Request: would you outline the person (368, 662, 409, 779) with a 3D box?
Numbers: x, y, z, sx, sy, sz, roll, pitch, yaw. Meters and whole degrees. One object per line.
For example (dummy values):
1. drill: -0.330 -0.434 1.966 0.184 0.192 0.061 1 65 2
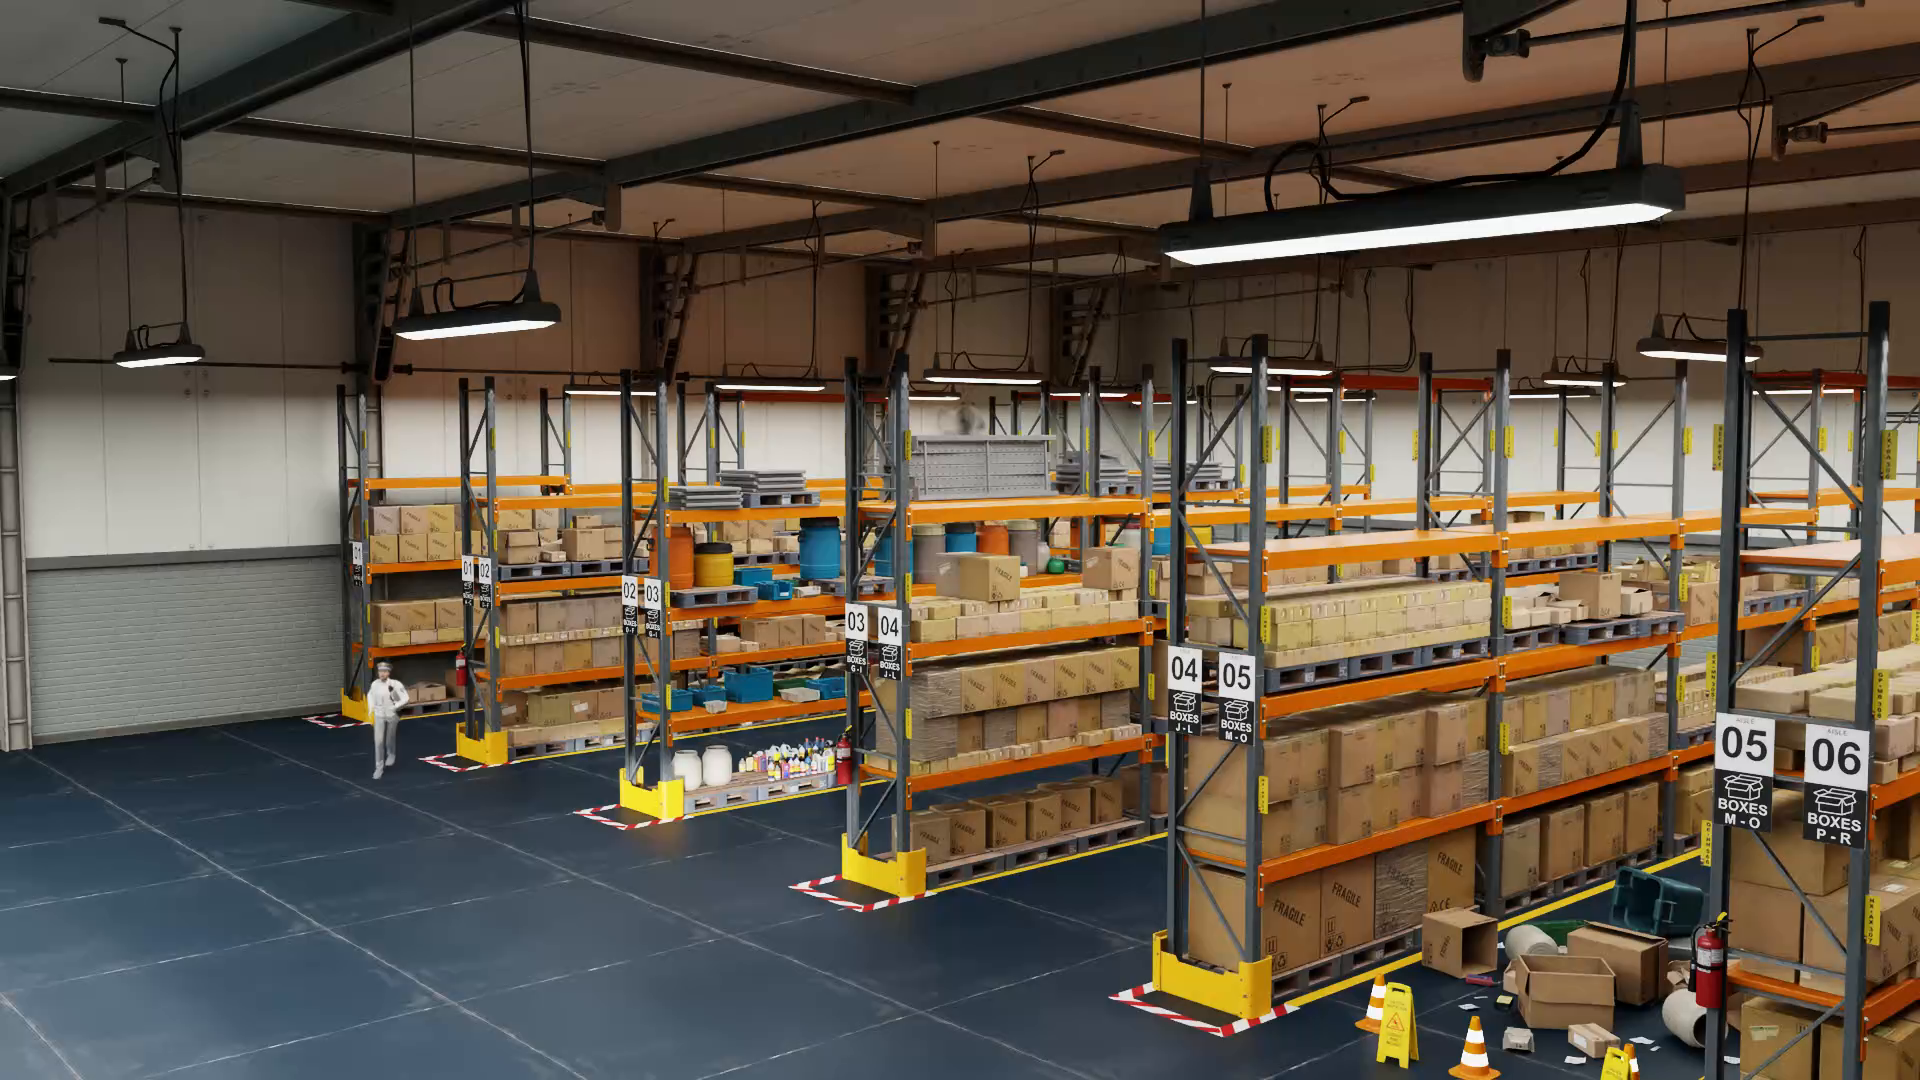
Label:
1. person: -8.602 2.669 24.999 0.626 1.707 0.818 -1 4 -9
